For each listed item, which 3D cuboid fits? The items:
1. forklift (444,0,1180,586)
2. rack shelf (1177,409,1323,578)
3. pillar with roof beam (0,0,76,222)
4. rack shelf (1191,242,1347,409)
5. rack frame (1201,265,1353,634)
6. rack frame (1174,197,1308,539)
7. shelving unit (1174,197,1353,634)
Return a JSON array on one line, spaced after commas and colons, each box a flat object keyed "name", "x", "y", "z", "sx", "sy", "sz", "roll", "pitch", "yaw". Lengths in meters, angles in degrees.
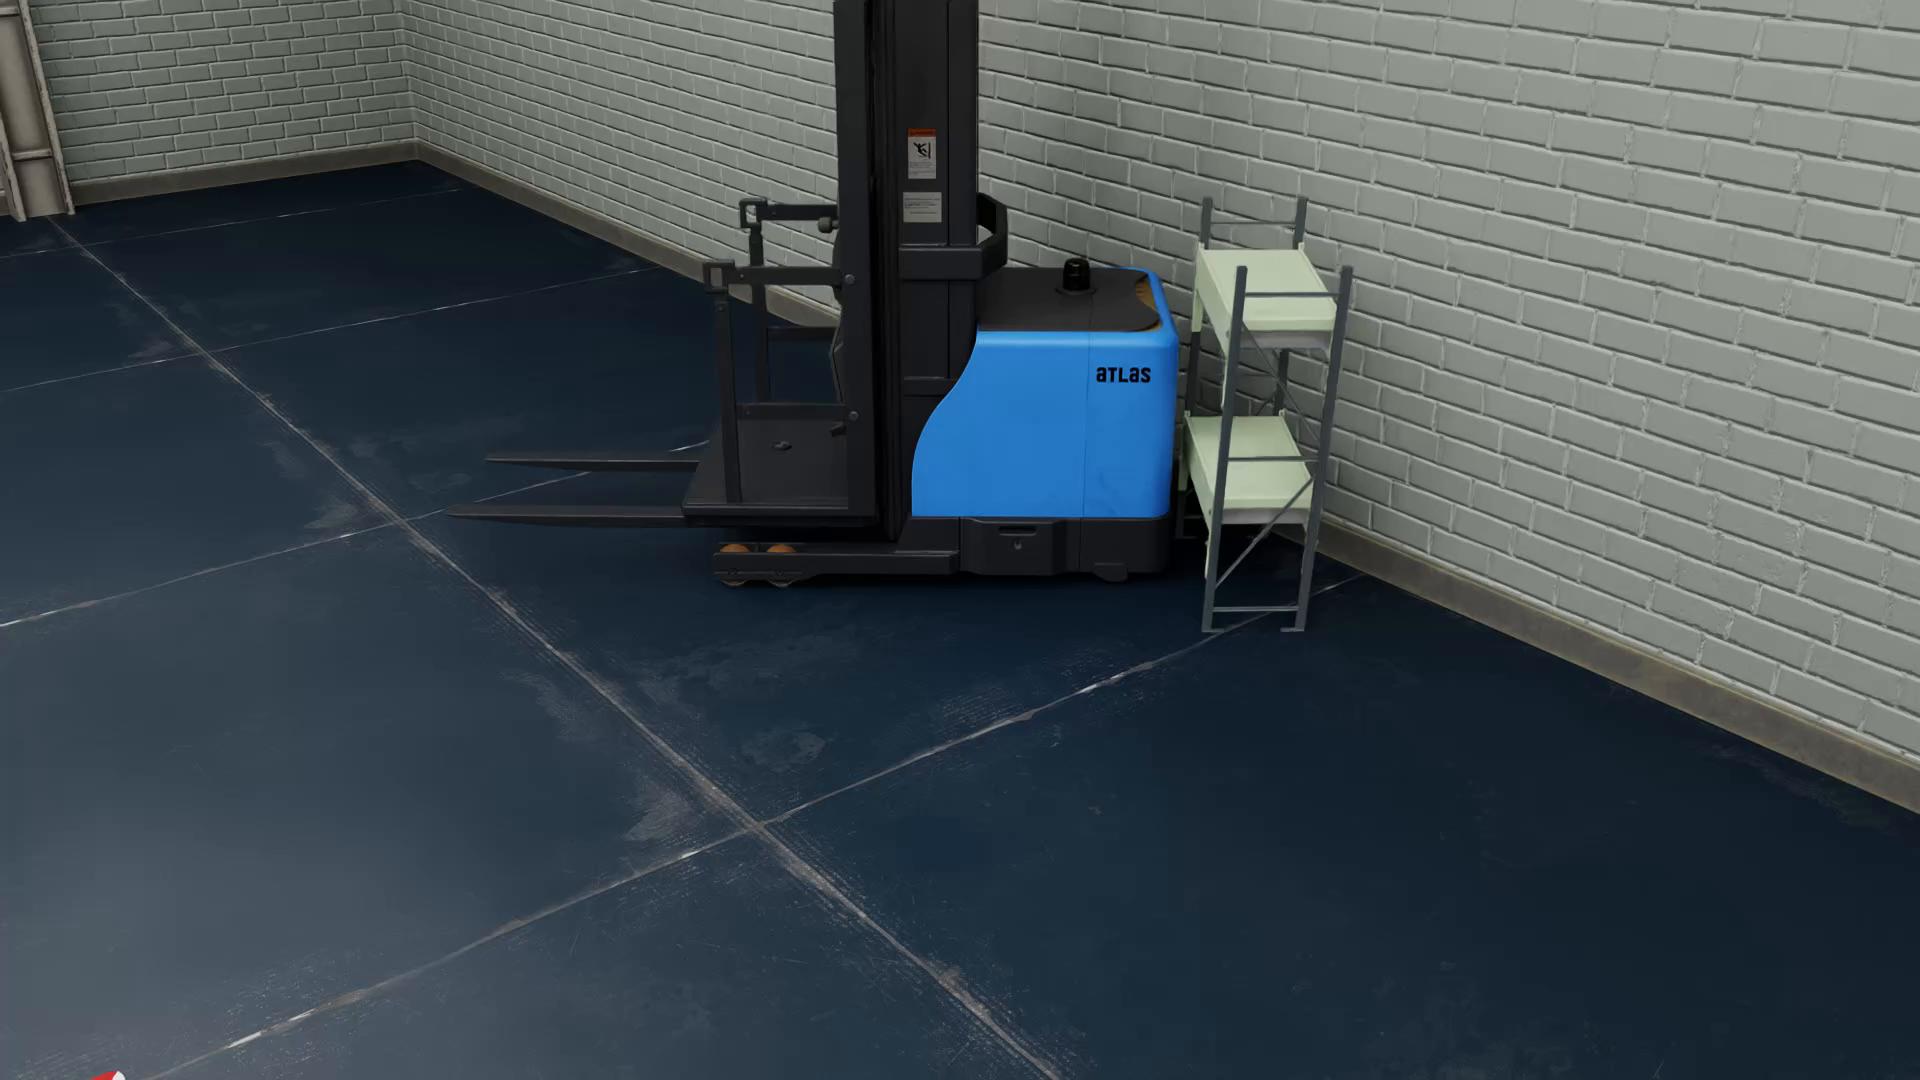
[{"name": "forklift", "x": -0.638, "y": -1.362, "z": 6.703, "sx": 3.031, "sy": 2.935, "sz": 1.130, "roll": 0, "pitch": 25, "yaw": 1}, {"name": "rack shelf", "x": 1.131, "y": -0.194, "z": 6.579, "sx": 0.431, "sy": 0.370, "sz": 0.720, "roll": 0, "pitch": 30, "yaw": -2}, {"name": "pillar with roof beam", "x": -4.270, "y": -5.121, "z": 7.594, "sx": 0.400, "sy": 9.000, "sz": 9.100, "roll": -18, "pitch": 31, "yaw": -34}, {"name": "rack shelf", "x": 1.138, "y": -0.814, "z": 6.219, "sx": 0.431, "sy": 0.370, "sz": 0.720, "roll": 0, "pitch": 30, "yaw": -2}, {"name": "rack frame", "x": 1.146, "y": -0.293, "z": 6.099, "sx": 0.400, "sy": 1.500, "sz": 0.023, "roll": 0, "pitch": 30, "yaw": -2}, {"name": "rack frame", "x": 1.122, "y": -0.660, "z": 6.732, "sx": 0.400, "sy": 1.500, "sz": 0.023, "roll": 0, "pitch": 30, "yaw": -2}, {"name": "shelving unit", "x": 1.134, "y": -0.476, "z": 6.415, "sx": 0.431, "sy": 1.500, "sz": 0.755, "roll": 0, "pitch": 30, "yaw": -2}]
